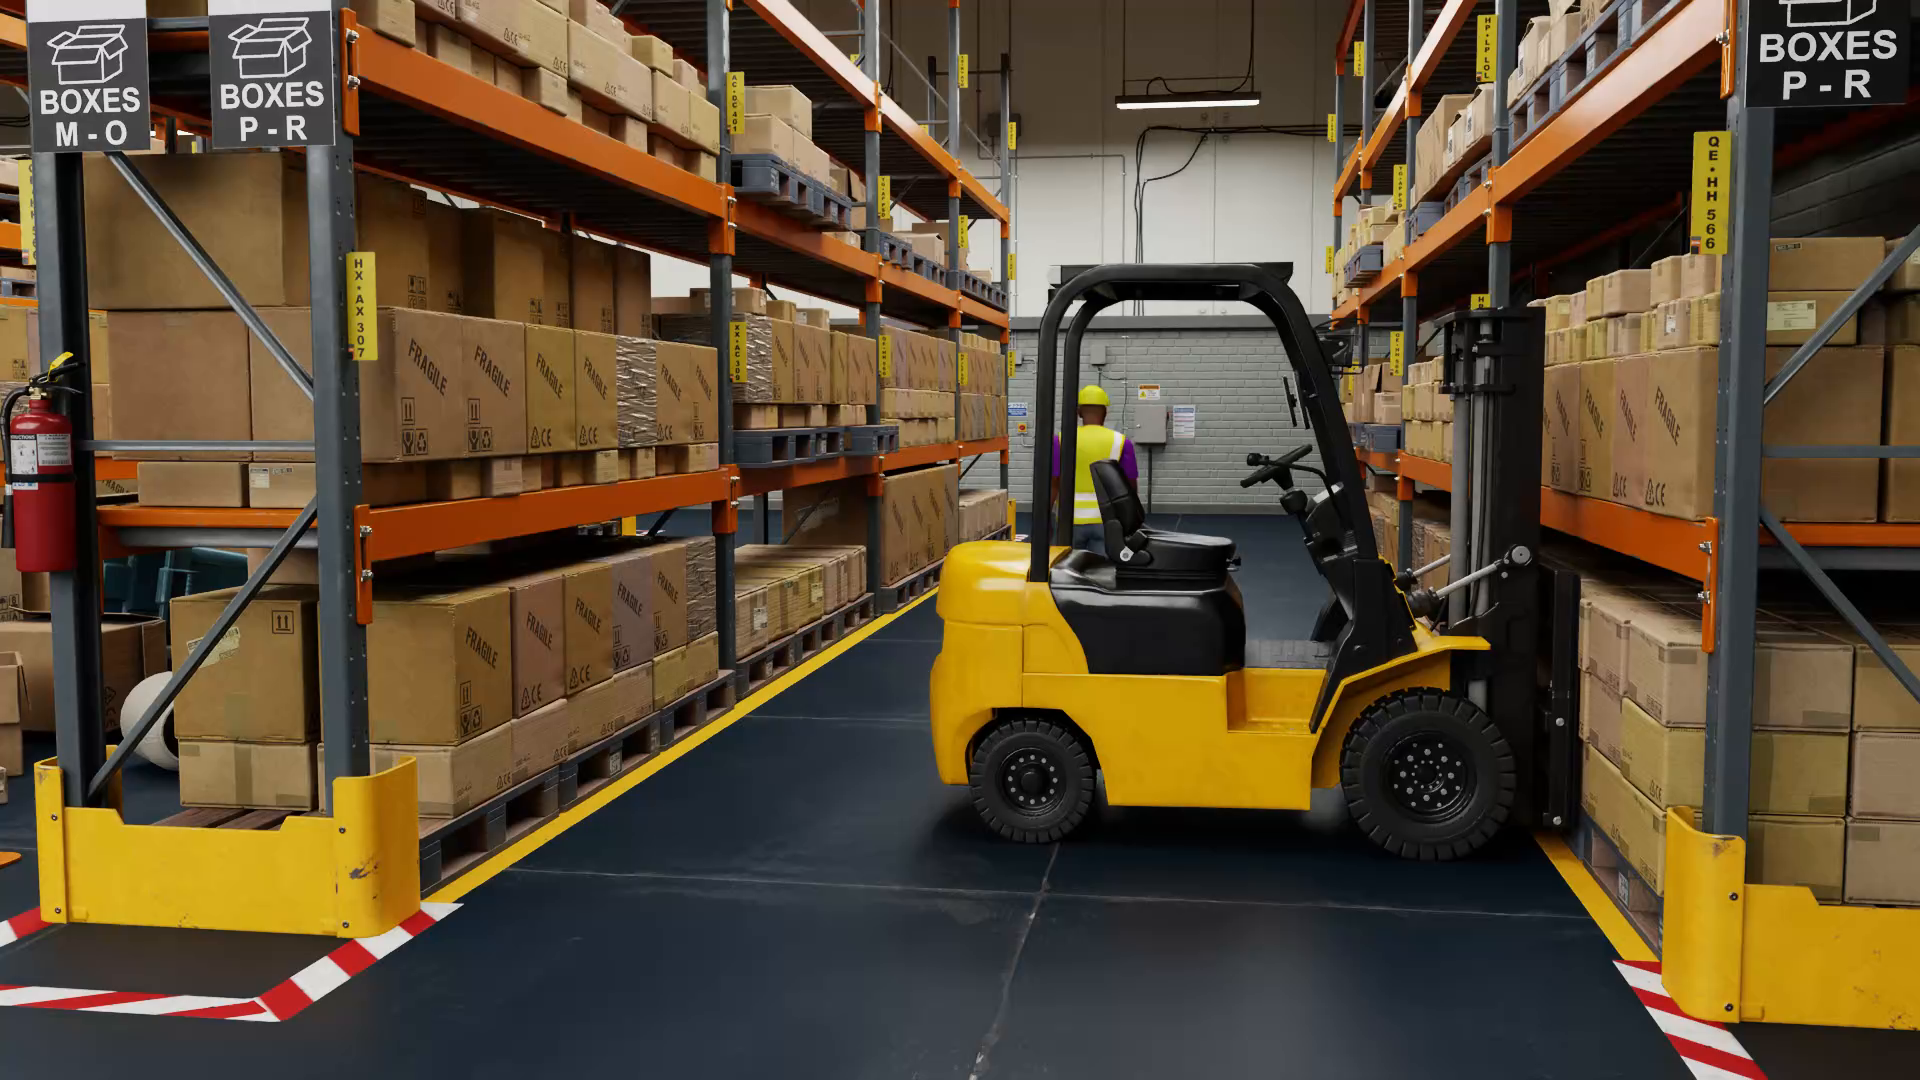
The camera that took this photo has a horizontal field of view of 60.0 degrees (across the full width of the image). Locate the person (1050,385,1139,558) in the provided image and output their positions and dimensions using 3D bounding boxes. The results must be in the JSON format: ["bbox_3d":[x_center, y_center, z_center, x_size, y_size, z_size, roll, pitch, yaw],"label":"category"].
[{"bbox_3d":[0.827,-0.069,10.610,0.620,1.835,0.596,1,4,9],"label":"person"}]
